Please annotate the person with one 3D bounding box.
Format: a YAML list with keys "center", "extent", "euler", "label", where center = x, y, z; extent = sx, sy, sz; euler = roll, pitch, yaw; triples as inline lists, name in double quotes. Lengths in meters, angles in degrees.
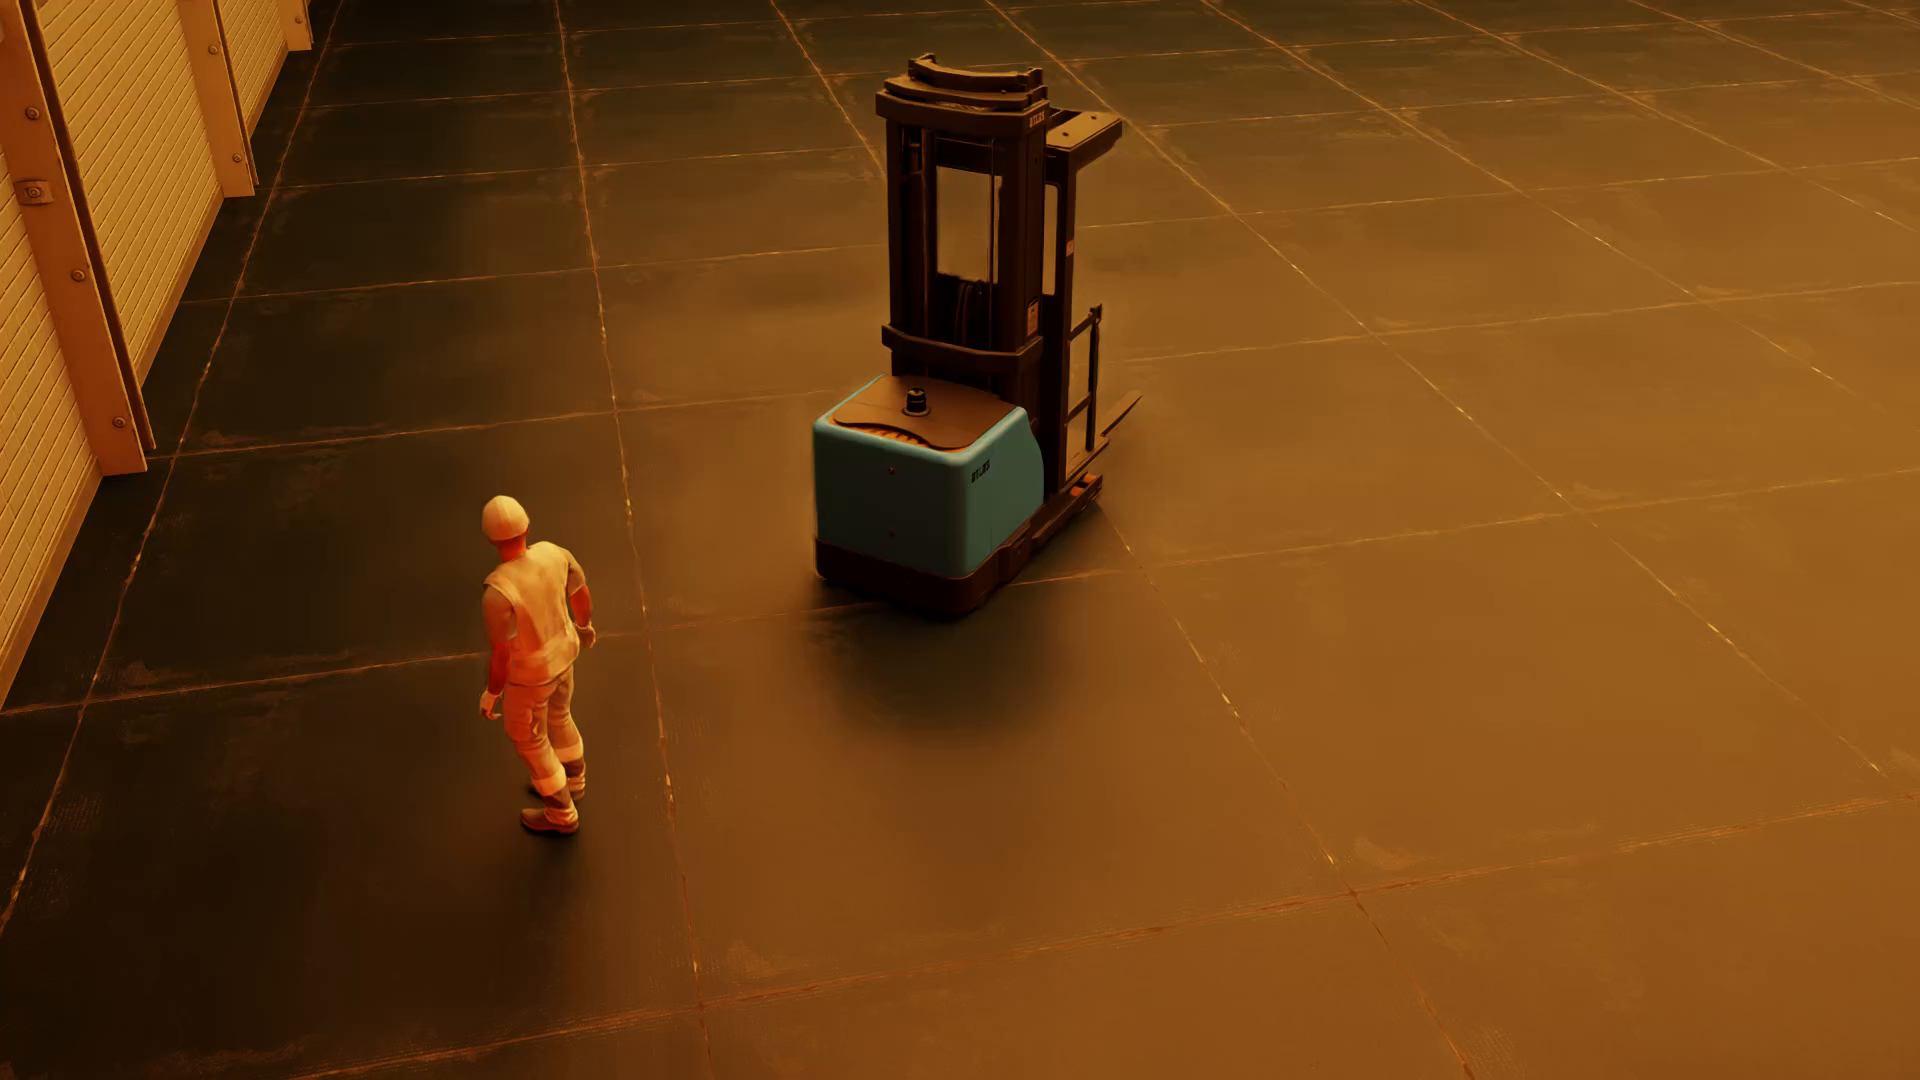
- center: [-2.010, 0.566, 7.745]
  extent: [0.444, 1.786, 0.722]
  euler: [14, 33, 23]
  label: "person"

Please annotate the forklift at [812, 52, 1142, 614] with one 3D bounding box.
- center: [0.283, -1.547, 10.247]
  extent: [1.130, 2.935, 3.031]
  euler: [15, 33, 25]
  label: "forklift"
